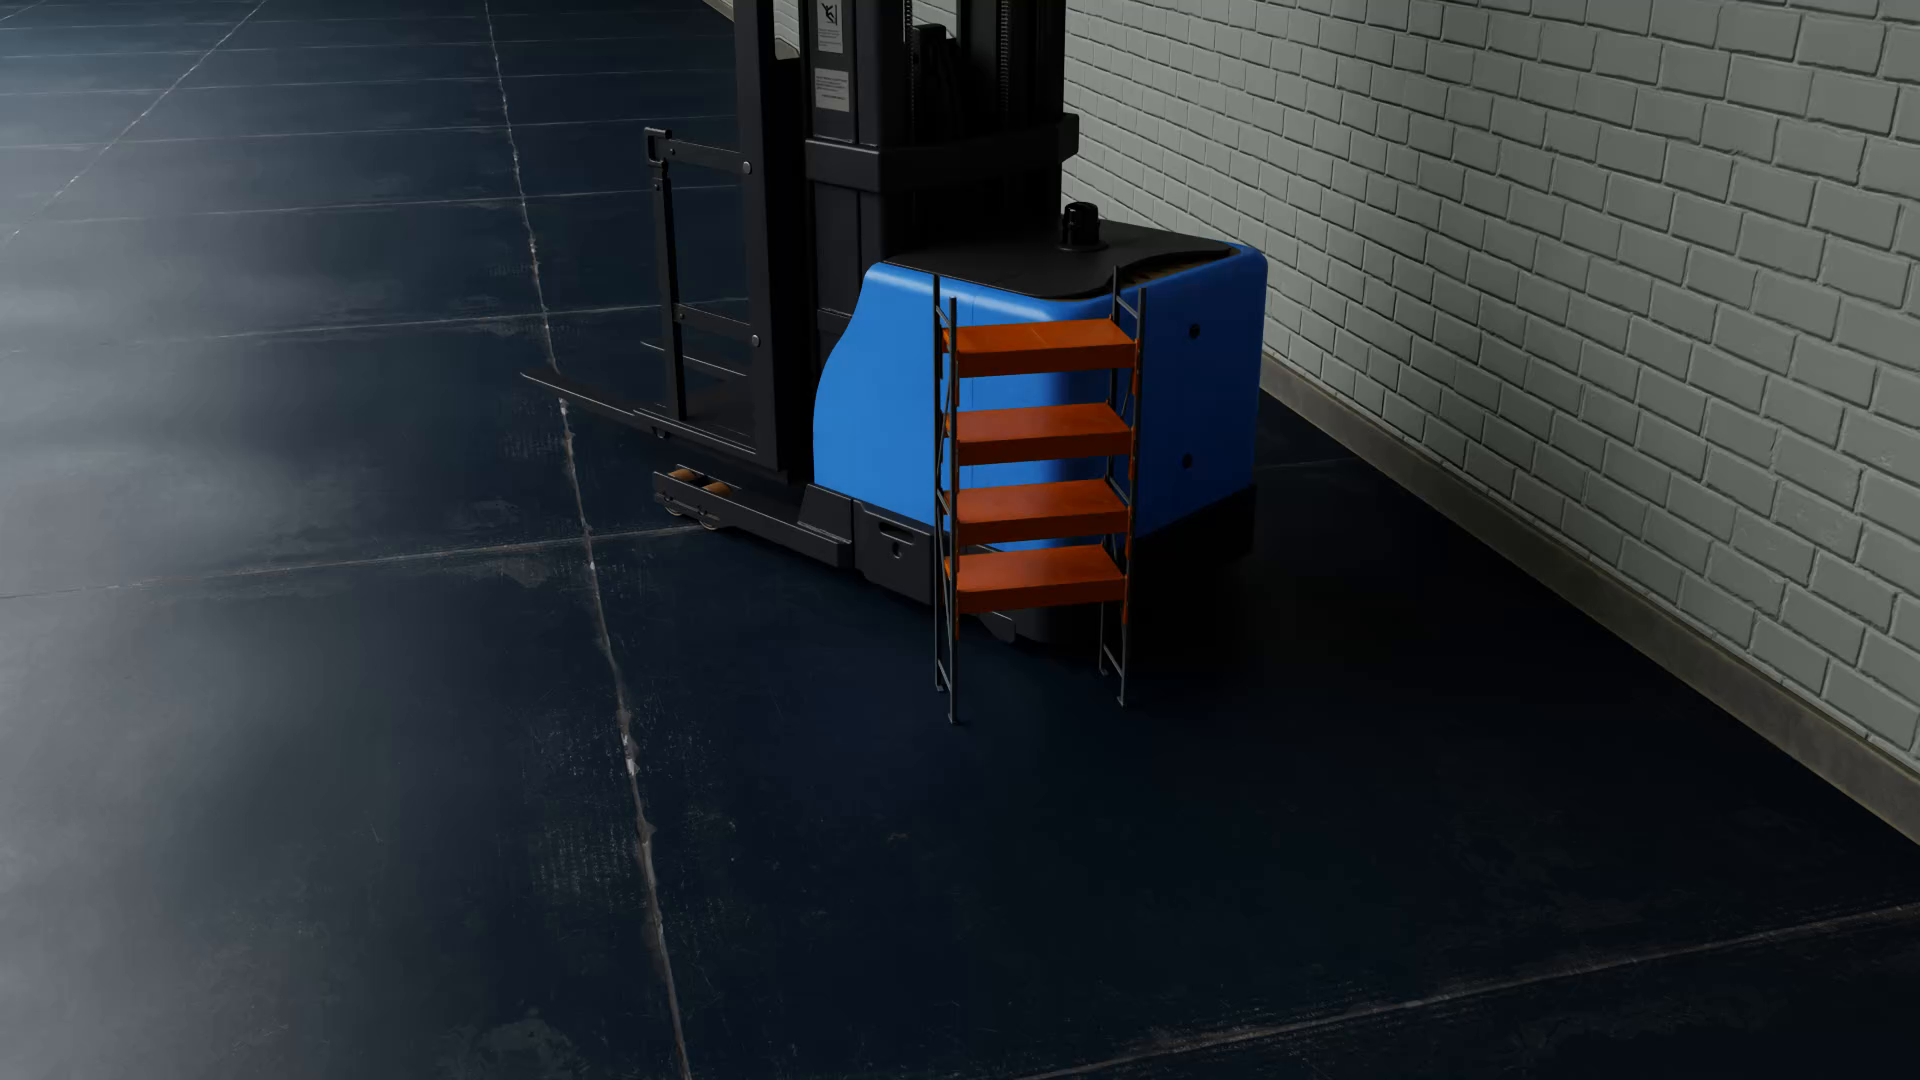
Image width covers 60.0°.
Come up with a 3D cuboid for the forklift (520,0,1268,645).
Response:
[{"bbox_3d":[-0.457,-1.514,5.561,3.031,2.935,1.130,20,30,39],"label":"forklift"}]

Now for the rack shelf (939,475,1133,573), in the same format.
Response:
[{"bbox_3d":[0.200,-0.048,4.511,0.480,0.148,0.258,-5,24,-11],"label":"rack shelf"}]

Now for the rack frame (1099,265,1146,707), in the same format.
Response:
[{"bbox_3d":[0.439,-0.129,4.530,0.015,1.200,0.240,-5,24,-11],"label":"rack frame"}]

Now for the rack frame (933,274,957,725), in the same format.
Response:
[{"bbox_3d":[-0.039,-0.091,4.440,0.015,1.200,0.240,-5,24,-11],"label":"rack frame"}]

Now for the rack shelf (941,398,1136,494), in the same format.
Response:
[{"bbox_3d":[0.200,-0.254,4.423,0.480,0.148,0.258,-5,24,-11],"label":"rack shelf"}]

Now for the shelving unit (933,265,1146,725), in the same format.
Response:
[{"bbox_3d":[0.200,-0.110,4.485,0.503,1.200,0.258,-5,24,-11],"label":"shelving unit"}]

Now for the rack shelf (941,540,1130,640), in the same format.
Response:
[{"bbox_3d":[0.200,0.134,4.590,0.480,0.148,0.258,-5,24,-11],"label":"rack shelf"}]

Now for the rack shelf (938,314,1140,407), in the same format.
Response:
[{"bbox_3d":[0.200,-0.471,4.330,0.480,0.148,0.258,-5,24,-11],"label":"rack shelf"}]
